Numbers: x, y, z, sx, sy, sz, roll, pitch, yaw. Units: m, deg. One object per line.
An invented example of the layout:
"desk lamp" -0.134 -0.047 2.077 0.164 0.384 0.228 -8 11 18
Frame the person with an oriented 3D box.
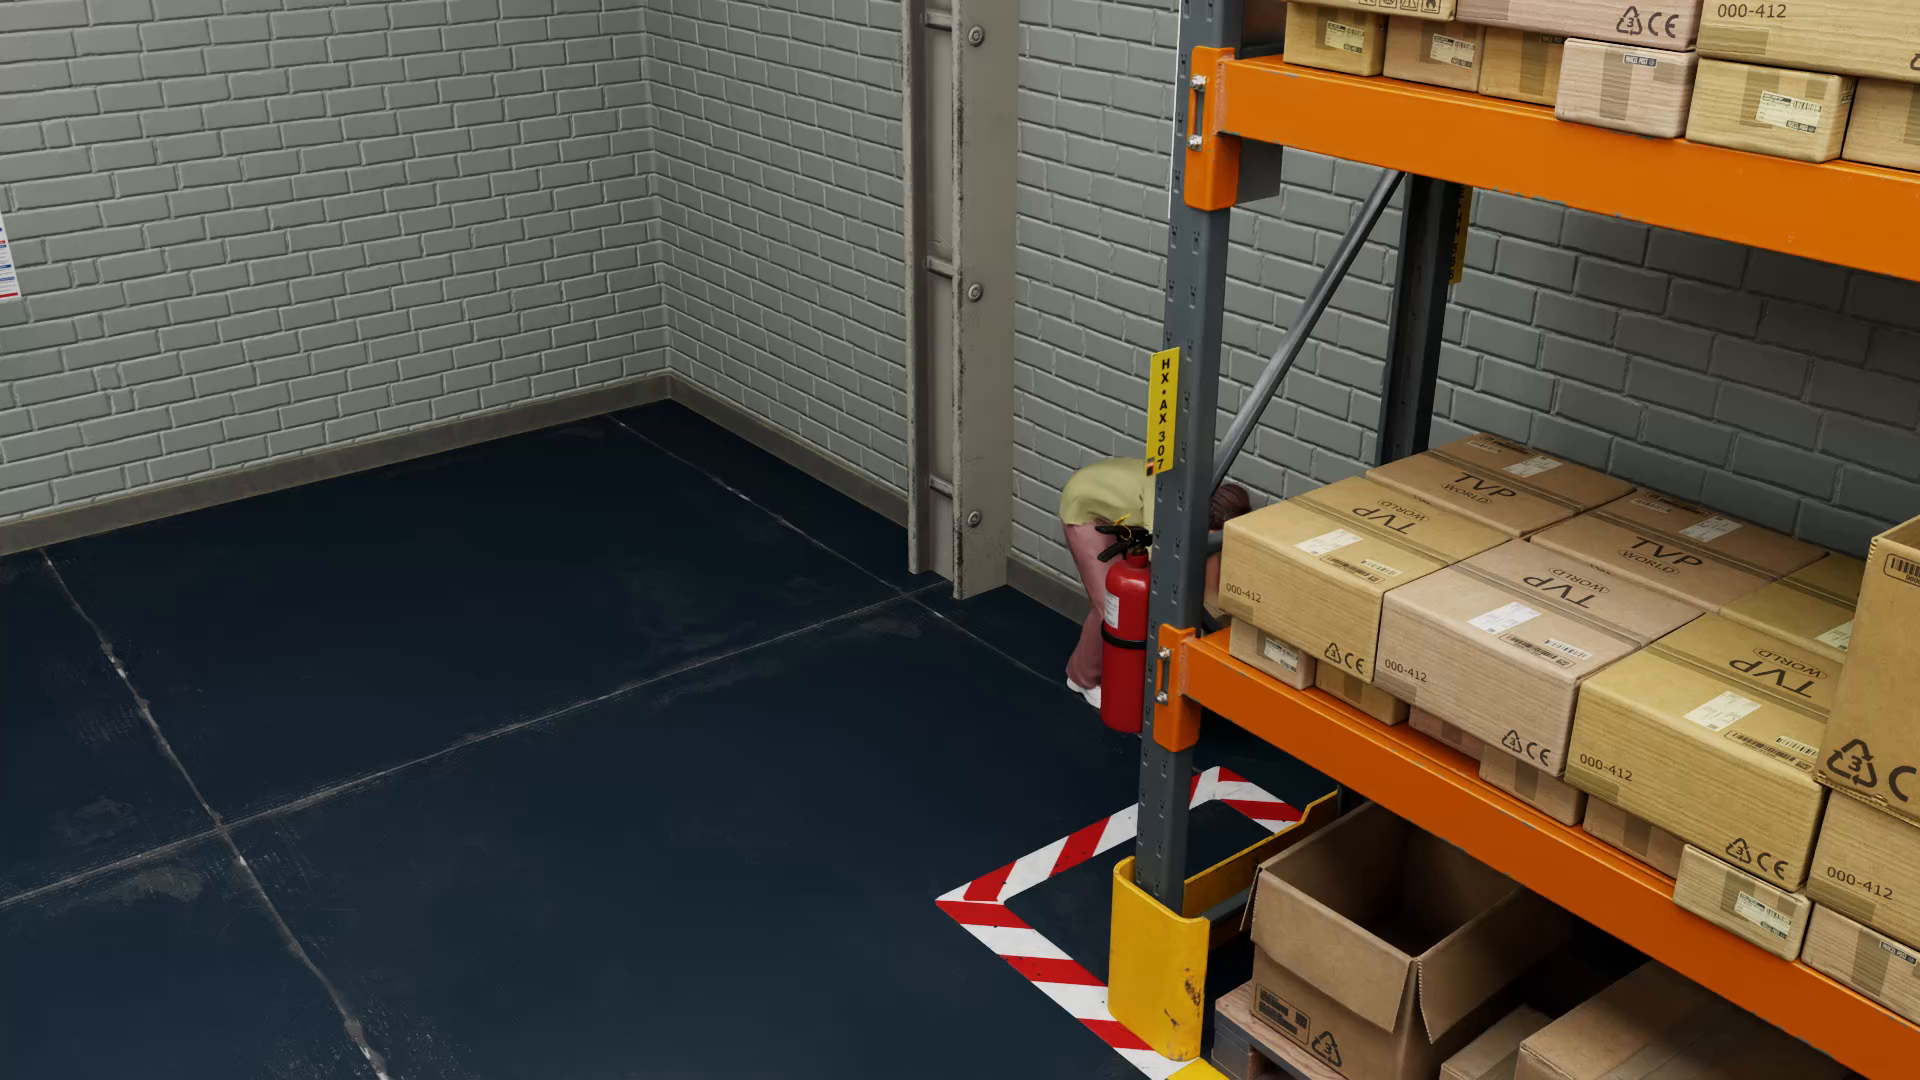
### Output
"person" 0.750 0.184 6.440 0.458 1.063 0.863 -20 31 -36
